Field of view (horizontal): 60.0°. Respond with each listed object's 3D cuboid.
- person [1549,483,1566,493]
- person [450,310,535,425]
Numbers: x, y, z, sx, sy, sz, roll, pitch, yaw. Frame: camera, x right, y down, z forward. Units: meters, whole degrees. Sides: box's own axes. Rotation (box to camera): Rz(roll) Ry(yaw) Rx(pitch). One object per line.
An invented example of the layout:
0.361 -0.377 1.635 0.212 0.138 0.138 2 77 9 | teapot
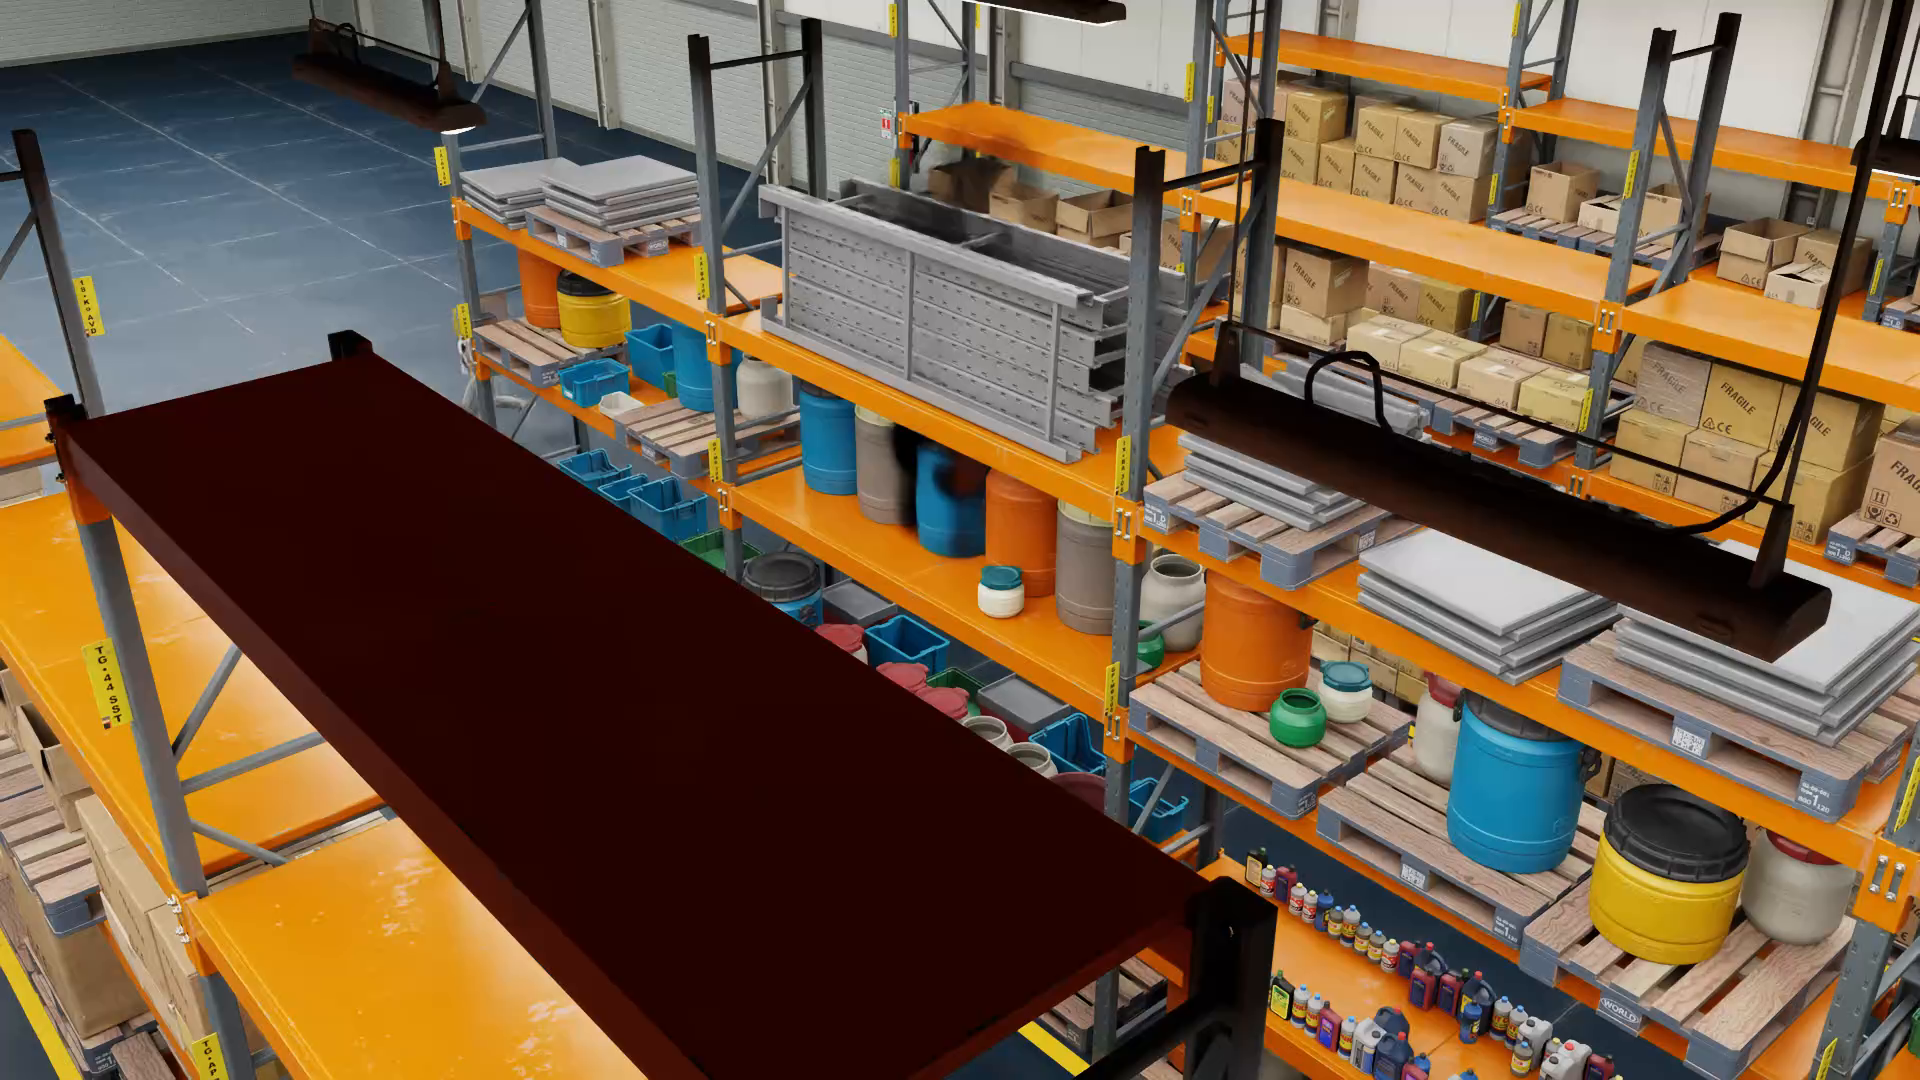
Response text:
5.648 -0.020 15.851 0.546 1.628 0.804 -21 33 -35 | person
-5.575 -1.930 19.576 1.024 1.681 0.619 -7 28 -14 | person
